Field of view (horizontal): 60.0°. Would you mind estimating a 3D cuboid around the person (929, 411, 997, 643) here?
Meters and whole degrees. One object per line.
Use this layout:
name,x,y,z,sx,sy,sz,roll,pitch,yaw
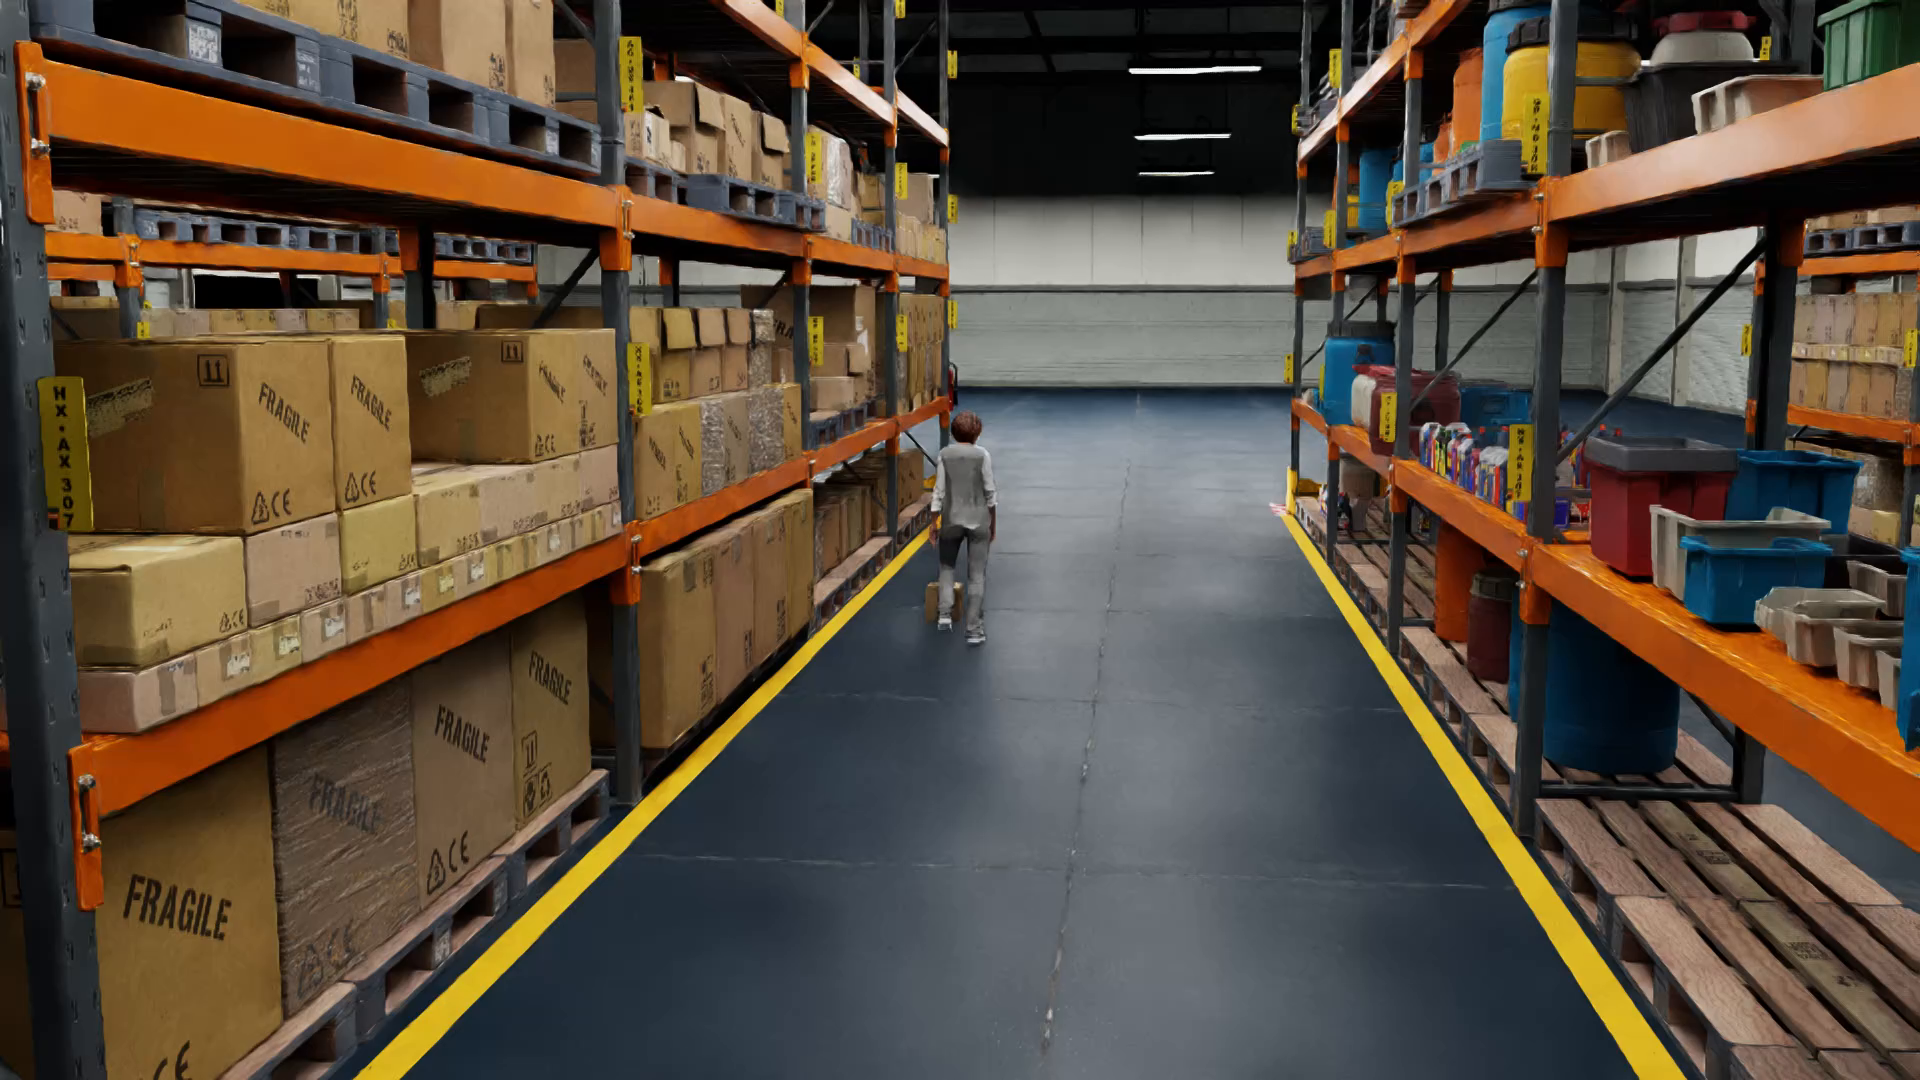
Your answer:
person,0.021,-0.091,11.426,0.462,1.584,0.436,0,8,3
